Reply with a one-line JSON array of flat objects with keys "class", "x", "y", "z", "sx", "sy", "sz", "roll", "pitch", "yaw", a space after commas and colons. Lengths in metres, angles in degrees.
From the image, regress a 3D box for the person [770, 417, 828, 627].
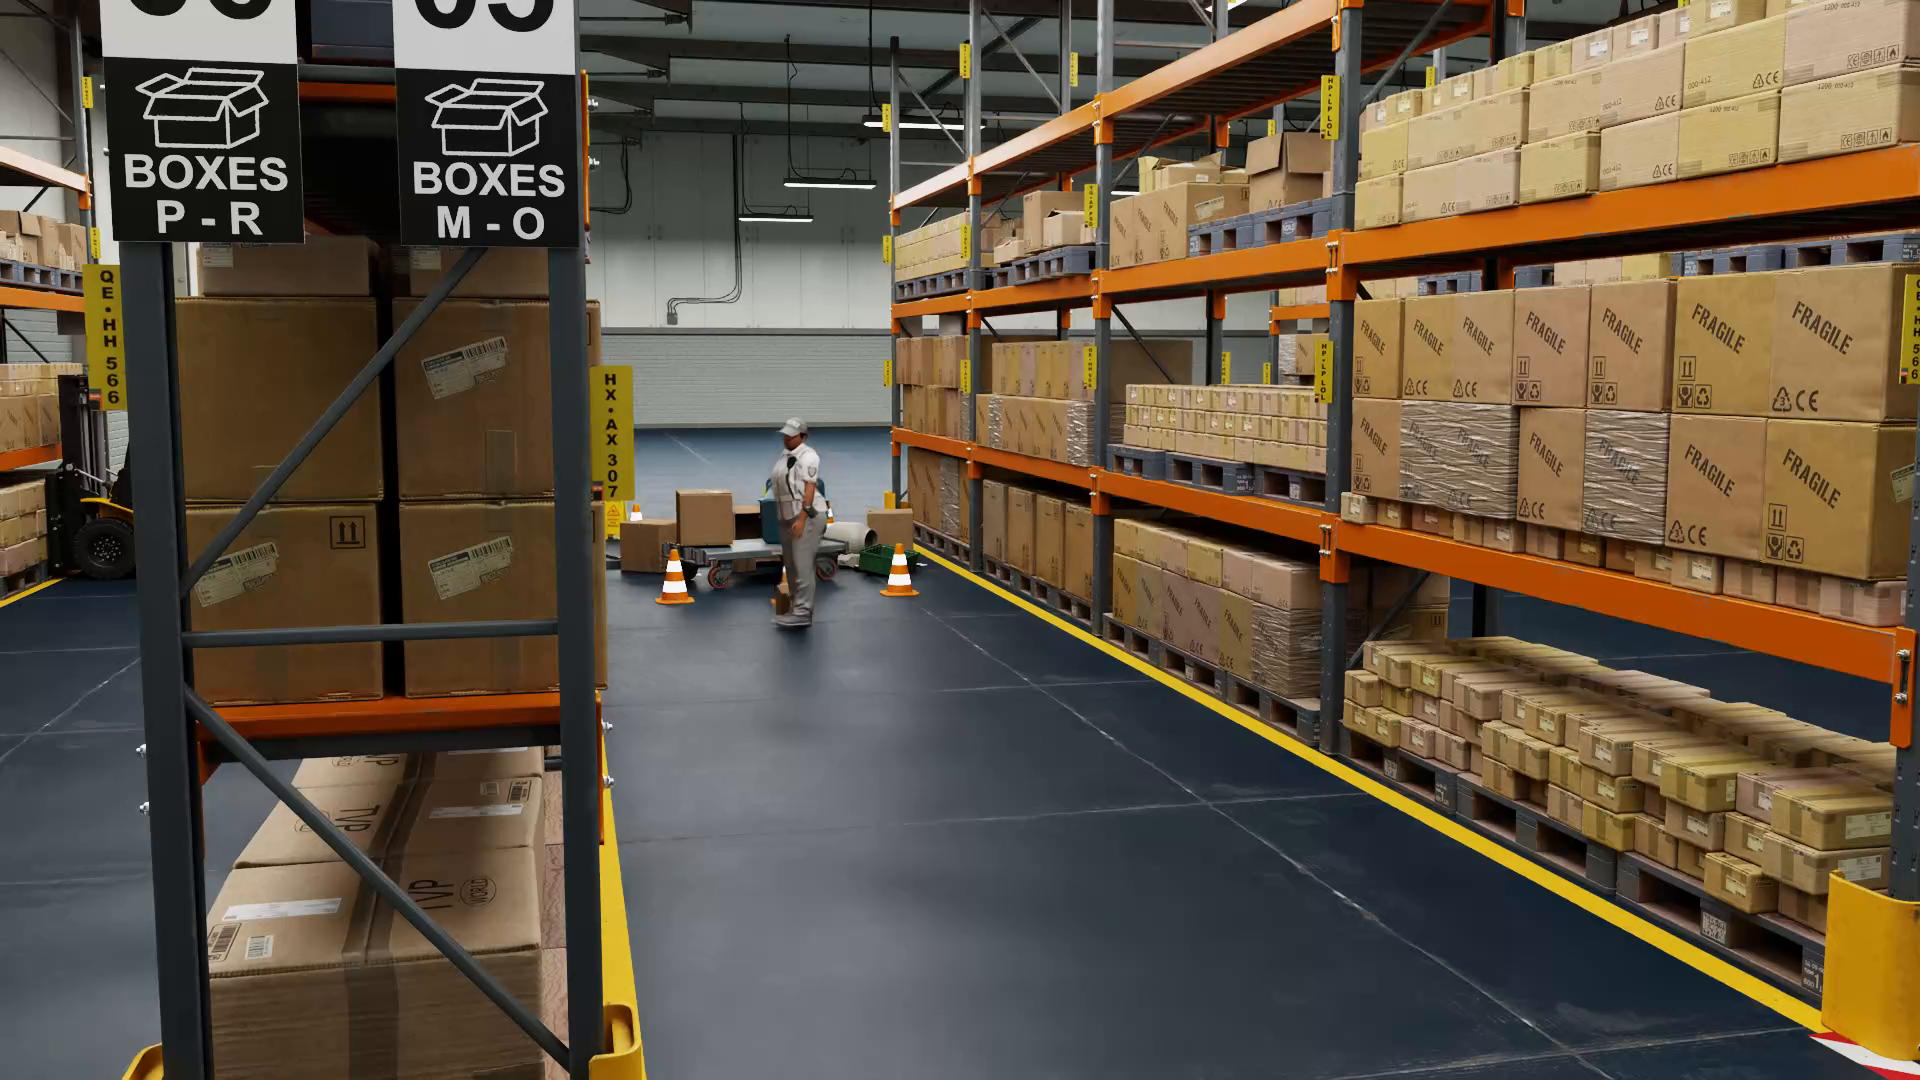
[{"class": "person", "x": -1.337, "y": -0.143, "z": 13.282, "sx": 0.483, "sy": 1.674, "sz": 0.549, "roll": -4, "pitch": 8, "yaw": -34}]
